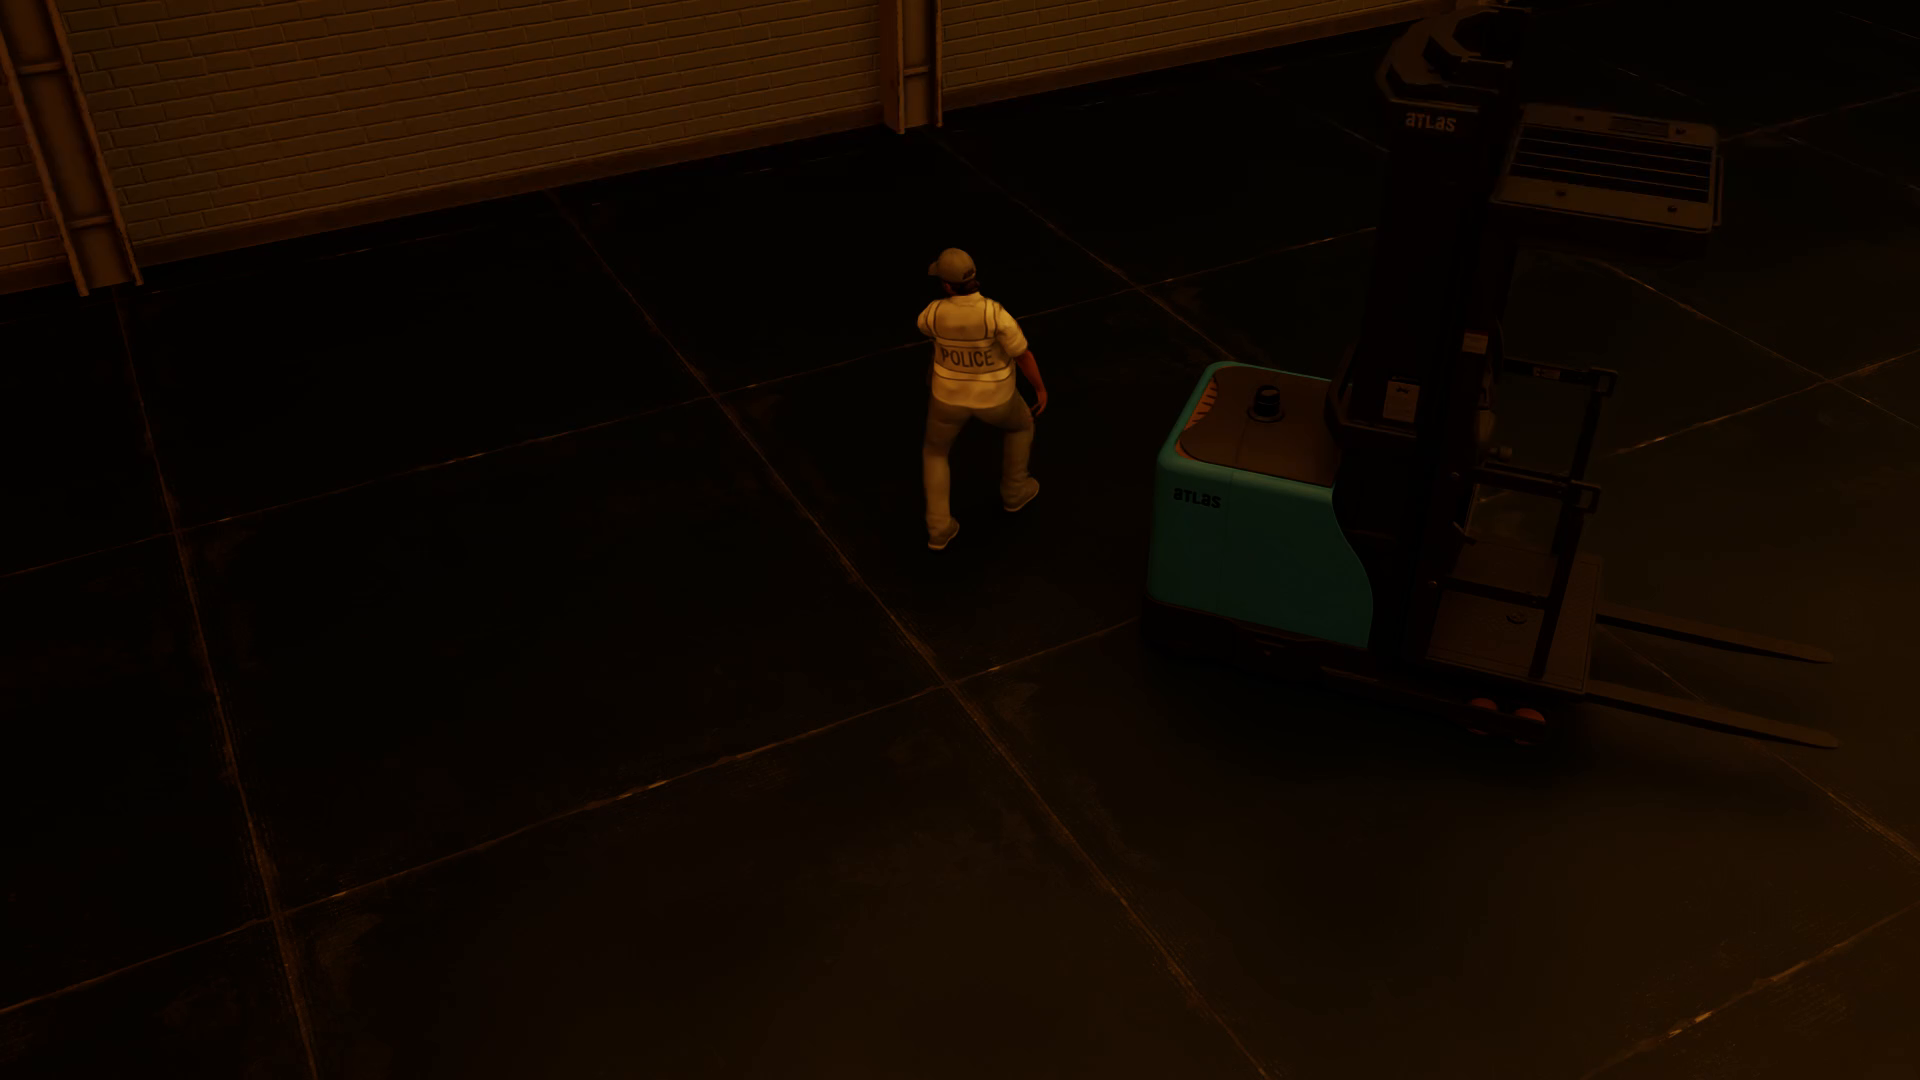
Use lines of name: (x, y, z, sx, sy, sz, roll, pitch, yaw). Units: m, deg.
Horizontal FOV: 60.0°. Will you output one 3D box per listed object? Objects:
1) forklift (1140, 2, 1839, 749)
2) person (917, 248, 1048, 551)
forklift: (2.428, -0.634, 7.020, 3.031, 2.935, 1.130, 13, 37, 17)
person: (0.117, -0.784, 8.409, 0.651, 1.578, 0.778, 1, 35, 1)
